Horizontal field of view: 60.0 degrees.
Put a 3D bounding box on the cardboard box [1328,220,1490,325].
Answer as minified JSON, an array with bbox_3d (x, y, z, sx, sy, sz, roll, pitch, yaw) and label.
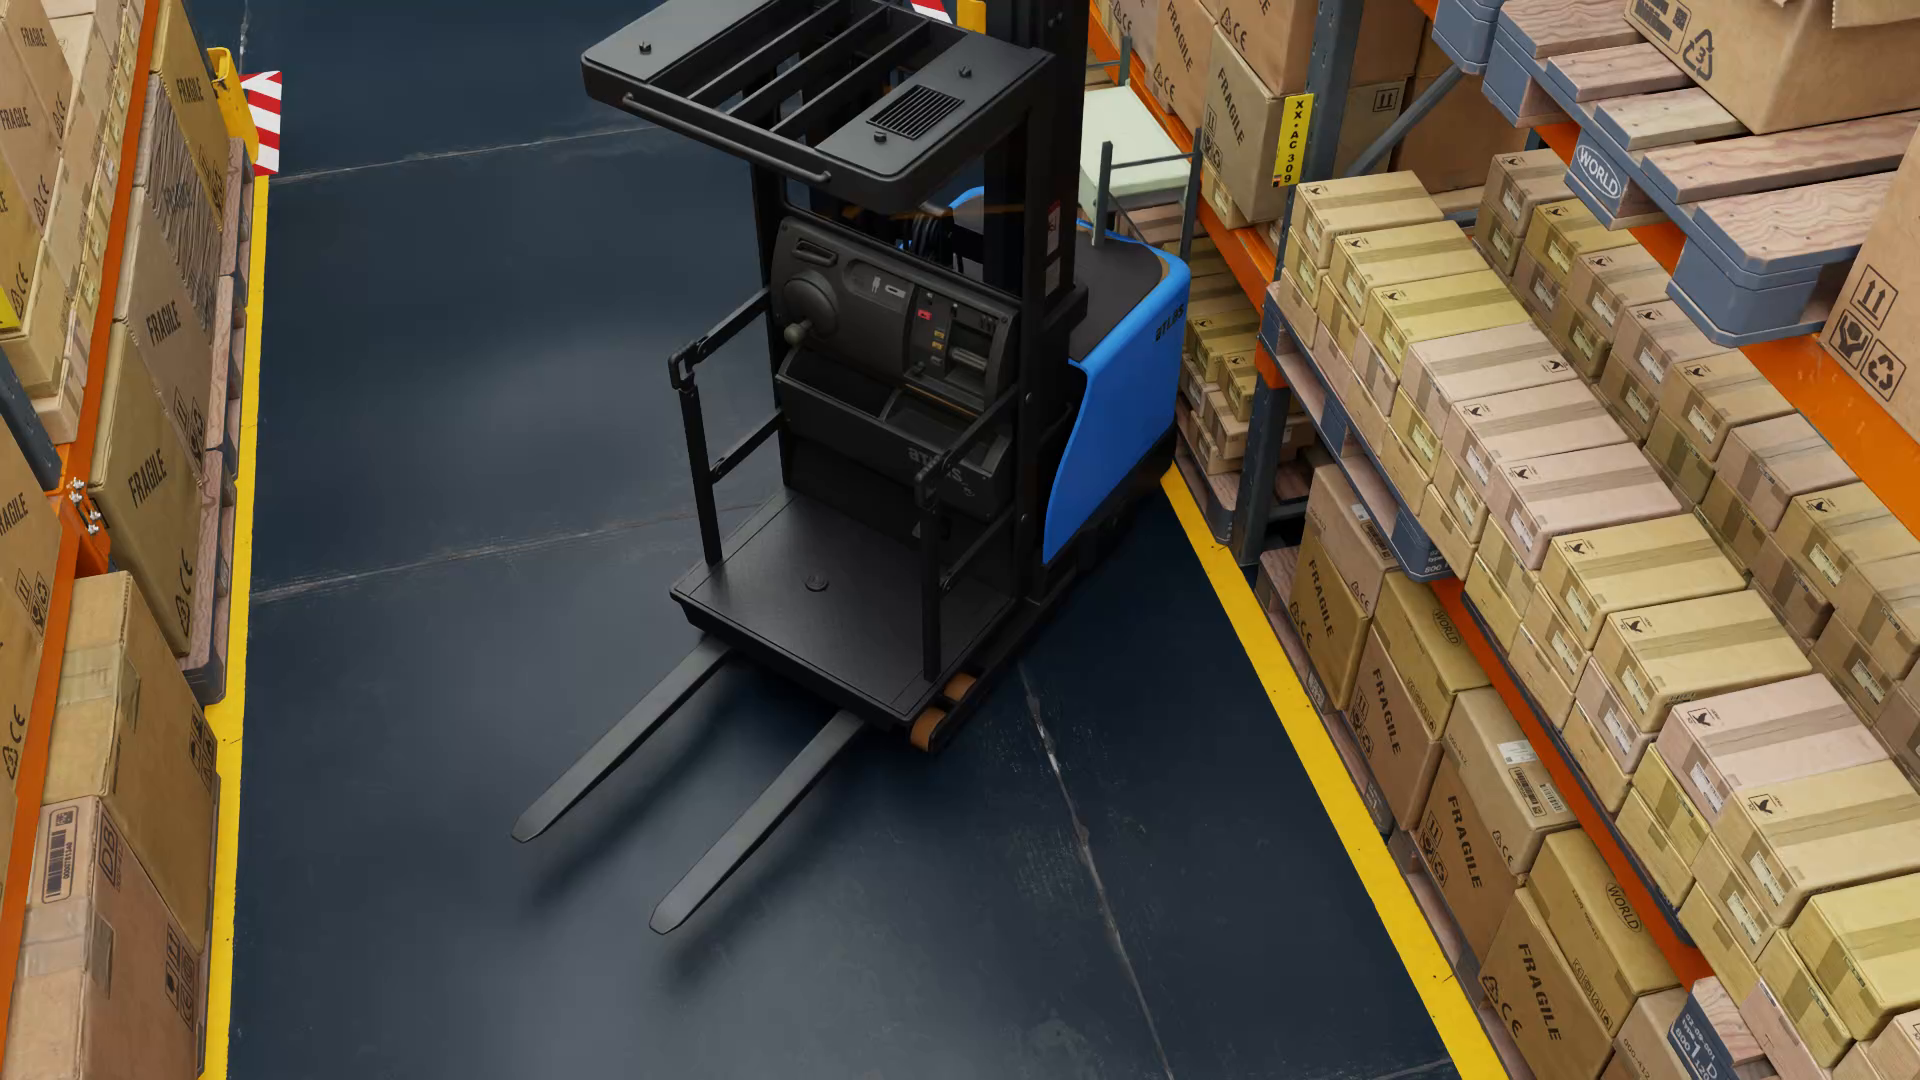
[{"bbox_3d":[1.316,-0.789,4.888,0.380,0.149,0.250,-10,46,-9],"label":"cardboard box"}]

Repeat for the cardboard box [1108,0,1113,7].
[{"bbox_3d":[0.818,-2.553,6.874,0.500,0.500,0.500,-12,47,-11],"label":"cardboard box"}]

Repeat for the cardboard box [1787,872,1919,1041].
[{"bbox_3d":[1.909,0.816,3.315,0.380,0.149,0.250,-9,46,-9],"label":"cardboard box"}]

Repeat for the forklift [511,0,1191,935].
[{"bbox_3d":[-0.355,-0.655,5.340,1.130,2.935,3.031,26,51,23],"label":"forklift"}]

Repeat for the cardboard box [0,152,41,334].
[{"bbox_3d":[-3.113,-0.924,4.927,0.500,0.500,0.500,-11,47,-10],"label":"cardboard box"}]

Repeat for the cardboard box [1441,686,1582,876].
[{"bbox_3d":[1.781,0.675,4.919,0.500,0.250,0.500,-9,46,-9],"label":"cardboard box"}]

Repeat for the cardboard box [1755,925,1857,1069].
[{"bbox_3d":[1.900,0.906,3.435,0.380,0.149,0.250,-10,46,-9],"label":"cardboard box"}]

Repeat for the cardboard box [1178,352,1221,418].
[{"bbox_3d":[1.113,-0.666,6.797,0.380,0.149,0.250,-13,47,-12],"label":"cardboard box"}]

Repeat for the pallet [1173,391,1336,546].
[{"bbox_3d":[1.377,-0.550,7.142,1.003,0.211,1.213,-11,47,-10],"label":"pallet"}]

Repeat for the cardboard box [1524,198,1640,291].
[{"bbox_3d":[1.944,-0.910,5.007,0.380,0.149,0.250,-12,47,-12],"label":"cardboard box"}]

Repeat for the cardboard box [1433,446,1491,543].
[{"bbox_3d":[1.512,-0.154,4.475,0.380,0.149,0.250,-9,46,-9],"label":"cardboard box"}]

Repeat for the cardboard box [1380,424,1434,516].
[{"bbox_3d":[1.439,-0.235,4.762,0.380,0.149,0.250,-10,46,-10],"label":"cardboard box"}]

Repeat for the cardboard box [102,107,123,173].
[{"bbox_3d":[-3.393,-1.485,6.281,0.380,0.149,0.250,-12,47,-11],"label":"cardboard box"}]

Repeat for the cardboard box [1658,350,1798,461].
[{"bbox_3d":[2.135,-0.379,4.487,0.380,0.149,0.250,-12,47,-12],"label":"cardboard box"}]

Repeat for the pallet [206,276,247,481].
[{"bbox_3d":[-3.673,-0.639,7.229,1.003,0.211,1.213,-11,47,-10],"label":"pallet"}]

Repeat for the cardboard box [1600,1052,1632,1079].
[{"bbox_3d":[2.056,1.655,4.484,0.500,0.500,0.500,-9,46,-9],"label":"cardboard box"}]

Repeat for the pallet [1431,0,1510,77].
[{"bbox_3d":[1.638,-1.608,4.257,1.213,0.211,1.003,-11,47,-10],"label":"pallet"}]

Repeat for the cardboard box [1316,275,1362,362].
[{"bbox_3d":[1.307,-0.698,5.007,0.380,0.149,0.250,-12,47,-11],"label":"cardboard box"}]

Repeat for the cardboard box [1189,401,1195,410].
[{"bbox_3d":[1.167,-0.621,6.961,0.380,0.149,0.250,-10,46,-9],"label":"cardboard box"}]

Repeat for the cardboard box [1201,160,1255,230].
[{"bbox_3d":[1.112,-1.294,6.093,0.380,0.149,0.250,-12,47,-11],"label":"cardboard box"}]

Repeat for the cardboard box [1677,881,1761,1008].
[{"bbox_3d":[1.848,0.855,3.694,0.380,0.149,0.250,-11,47,-11],"label":"cardboard box"}]

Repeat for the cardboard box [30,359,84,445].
[{"bbox_3d":[-2.992,-0.409,5.227,0.380,0.149,0.250,-11,47,-10],"label":"cardboard box"}]

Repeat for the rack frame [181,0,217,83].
[{"bbox_3d":[-4.262,-2.994,7.584,1.000,3.000,0.127,-11,47,-10],"label":"rack frame"}]

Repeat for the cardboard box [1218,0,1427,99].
[{"bbox_3d":[1.201,-1.833,5.468,0.500,0.500,0.500,-12,47,-12],"label":"cardboard box"}]

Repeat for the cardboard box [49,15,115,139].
[{"bbox_3d":[-3.484,-1.699,6.211,0.500,0.250,0.500,-11,47,-10],"label":"cardboard box"}]

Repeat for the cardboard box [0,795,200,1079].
[{"bbox_3d":[-2.825,1.420,4.452,1.225,0.875,0.875,-12,47,-12],"label":"cardboard box"}]

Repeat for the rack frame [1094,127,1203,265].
[{"bbox_3d":[0.695,-0.927,6.557,0.400,1.500,0.023,-12,45,-13],"label":"rack frame"}]

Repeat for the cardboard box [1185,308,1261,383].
[{"bbox_3d":[1.136,-0.794,6.713,0.380,0.149,0.250,-10,46,-10],"label":"cardboard box"}]

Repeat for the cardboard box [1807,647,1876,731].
[{"bbox_3d":[2.346,0.373,4.167,0.380,0.149,0.250,-10,46,-10],"label":"cardboard box"}]

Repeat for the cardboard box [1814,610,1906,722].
[{"bbox_3d":[2.346,0.270,4.059,0.380,0.149,0.250,-11,47,-11],"label":"cardboard box"}]

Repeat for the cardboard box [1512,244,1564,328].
[{"bbox_3d":[1.944,-0.812,5.119,0.380,0.149,0.250,-10,46,-10],"label":"cardboard box"}]

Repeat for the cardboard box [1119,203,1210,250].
[{"bbox_3d":[0.916,-1.328,7.237,0.380,0.149,0.250,-13,47,-12],"label":"cardboard box"}]

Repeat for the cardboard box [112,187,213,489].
[{"bbox_3d":[-3.560,-0.727,6.556,0.875,0.875,0.875,-11,47,-10],"label":"cardboard box"}]

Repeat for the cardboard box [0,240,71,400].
[{"bbox_3d":[-3.105,-0.656,5.189,0.500,0.250,0.500,-11,47,-11],"label":"cardboard box"}]

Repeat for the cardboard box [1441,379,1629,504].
[{"bbox_3d":[1.507,-0.262,4.372,0.380,0.149,0.250,-11,47,-11],"label":"cardboard box"}]

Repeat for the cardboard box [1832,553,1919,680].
[{"bbox_3d":[2.338,0.164,3.955,0.380,0.149,0.250,-9,46,-9],"label":"cardboard box"}]

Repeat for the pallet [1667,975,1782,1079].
[{"bbox_3d":[2.321,1.287,3.523,1.213,0.211,1.003,-11,47,-10],"label":"pallet"}]

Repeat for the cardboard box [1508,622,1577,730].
[{"bbox_3d":[1.640,0.303,4.235,0.380,0.149,0.250,-13,47,-12],"label":"cardboard box"}]

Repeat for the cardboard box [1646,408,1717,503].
[{"bbox_3d":[2.144,-0.272,4.590,0.380,0.149,0.250,-13,47,-12],"label":"cardboard box"}]

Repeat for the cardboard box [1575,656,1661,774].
[{"bbox_3d":[1.708,0.381,3.950,0.380,0.149,0.250,-10,46,-9],"label":"cardboard box"}]

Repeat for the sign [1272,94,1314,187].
[{"bbox_3d":[1.060,-1.268,5.286,0.100,0.325,0.005,-11,47,-10],"label":"sign"}]

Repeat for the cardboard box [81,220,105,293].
[{"bbox_3d":[-3.196,-0.954,5.760,0.380,0.149,0.250,-12,47,-11],"label":"cardboard box"}]

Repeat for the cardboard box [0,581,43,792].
[{"bbox_3d":[-2.734,0.349,4.238,0.500,0.500,0.500,-9,46,-9],"label":"cardboard box"}]

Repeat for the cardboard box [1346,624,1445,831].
[{"bbox_3d":[1.652,0.582,5.535,0.500,0.500,0.500,-9,46,-9],"label":"cardboard box"}]

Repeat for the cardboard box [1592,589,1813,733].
[{"bbox_3d":[1.709,0.277,3.843,0.380,0.149,0.250,-9,46,-8],"label":"cardboard box"}]

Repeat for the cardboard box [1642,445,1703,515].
[{"bbox_3d":[2.145,-0.174,4.703,0.380,0.149,0.250,-13,47,-12],"label":"cardboard box"}]

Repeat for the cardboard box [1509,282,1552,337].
[{"bbox_3d":[1.943,-0.711,5.228,0.380,0.149,0.250,-10,47,-10],"label":"cardboard box"}]

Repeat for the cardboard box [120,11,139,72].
[{"bbox_3d":[-3.590,-2.015,6.801,0.380,0.149,0.250,-12,47,-11],"label":"cardboard box"}]

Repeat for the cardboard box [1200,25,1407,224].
[{"bbox_3d":[1.186,-1.491,5.832,0.500,0.500,0.500,-11,47,-10],"label":"cardboard box"}]

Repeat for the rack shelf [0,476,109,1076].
[{"bbox_3d":[-2.726,1.401,3.781,1.077,0.370,4.000,-11,47,-10],"label":"rack shelf"}]

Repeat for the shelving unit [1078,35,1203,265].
[{"bbox_3d":[0.585,-1.170,6.808,0.431,1.500,0.755,-12,45,-13],"label":"shelving unit"}]

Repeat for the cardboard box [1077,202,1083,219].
[{"bbox_3d":[0.696,-1.681,7.999,0.380,0.149,0.250,-13,47,-12],"label":"cardboard box"}]

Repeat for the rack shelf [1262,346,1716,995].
[{"bbox_3d":[2.095,0.563,4.601,1.077,0.370,4.000,-11,47,-10],"label":"rack shelf"}]

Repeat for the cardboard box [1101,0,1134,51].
[{"bbox_3d":[0.813,-2.202,6.984,0.380,0.149,0.250,-10,46,-10],"label":"cardboard box"}]

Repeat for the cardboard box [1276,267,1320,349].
[{"bbox_3d":[1.239,-0.772,5.288,0.380,0.149,0.250,-13,47,-12],"label":"cardboard box"}]

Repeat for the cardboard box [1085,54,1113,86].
[{"bbox_3d":[0.635,-2.243,8.133,0.380,0.149,0.250,-13,47,-12],"label":"cardboard box"}]
